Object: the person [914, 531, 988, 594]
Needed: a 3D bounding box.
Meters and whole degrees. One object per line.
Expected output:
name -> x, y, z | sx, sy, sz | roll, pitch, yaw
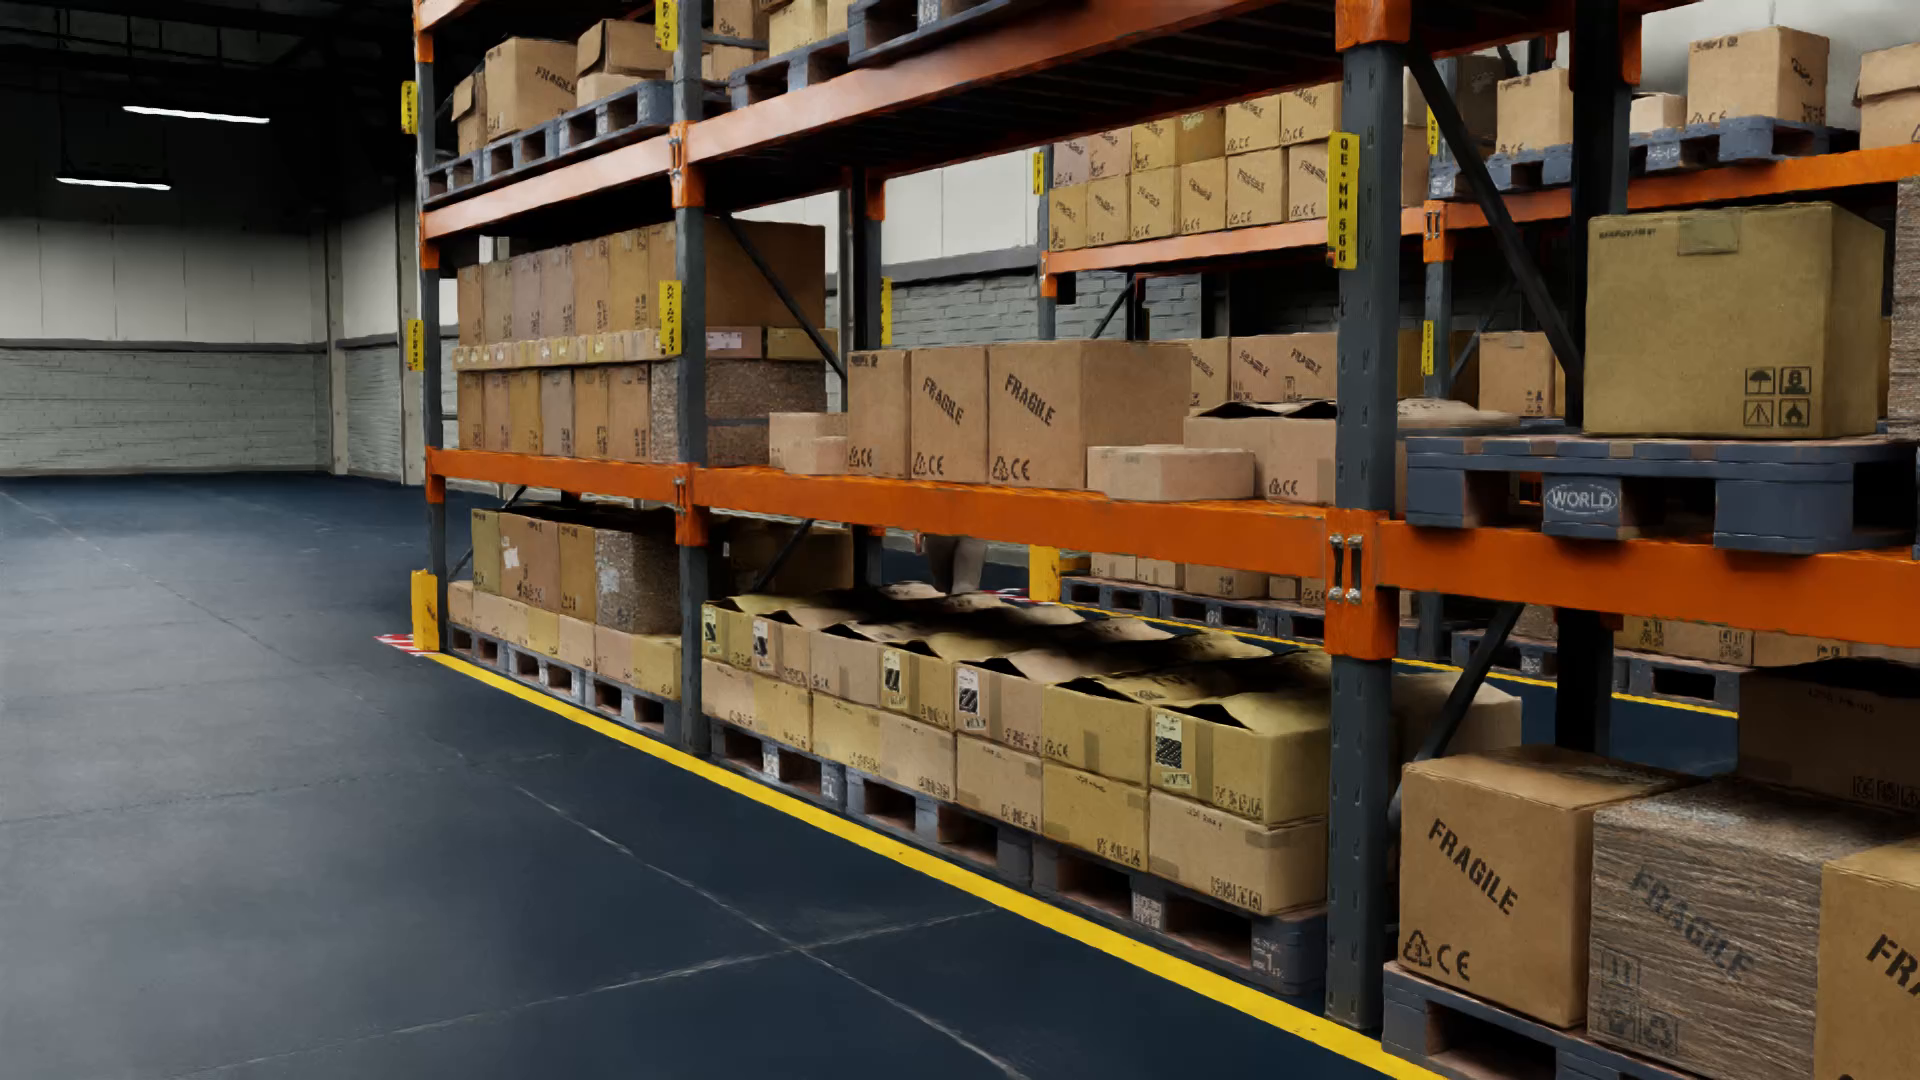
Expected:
person -> -0.031, -0.081, 10.135 | 0.519, 1.673, 1.022 | 0, 5, -3
